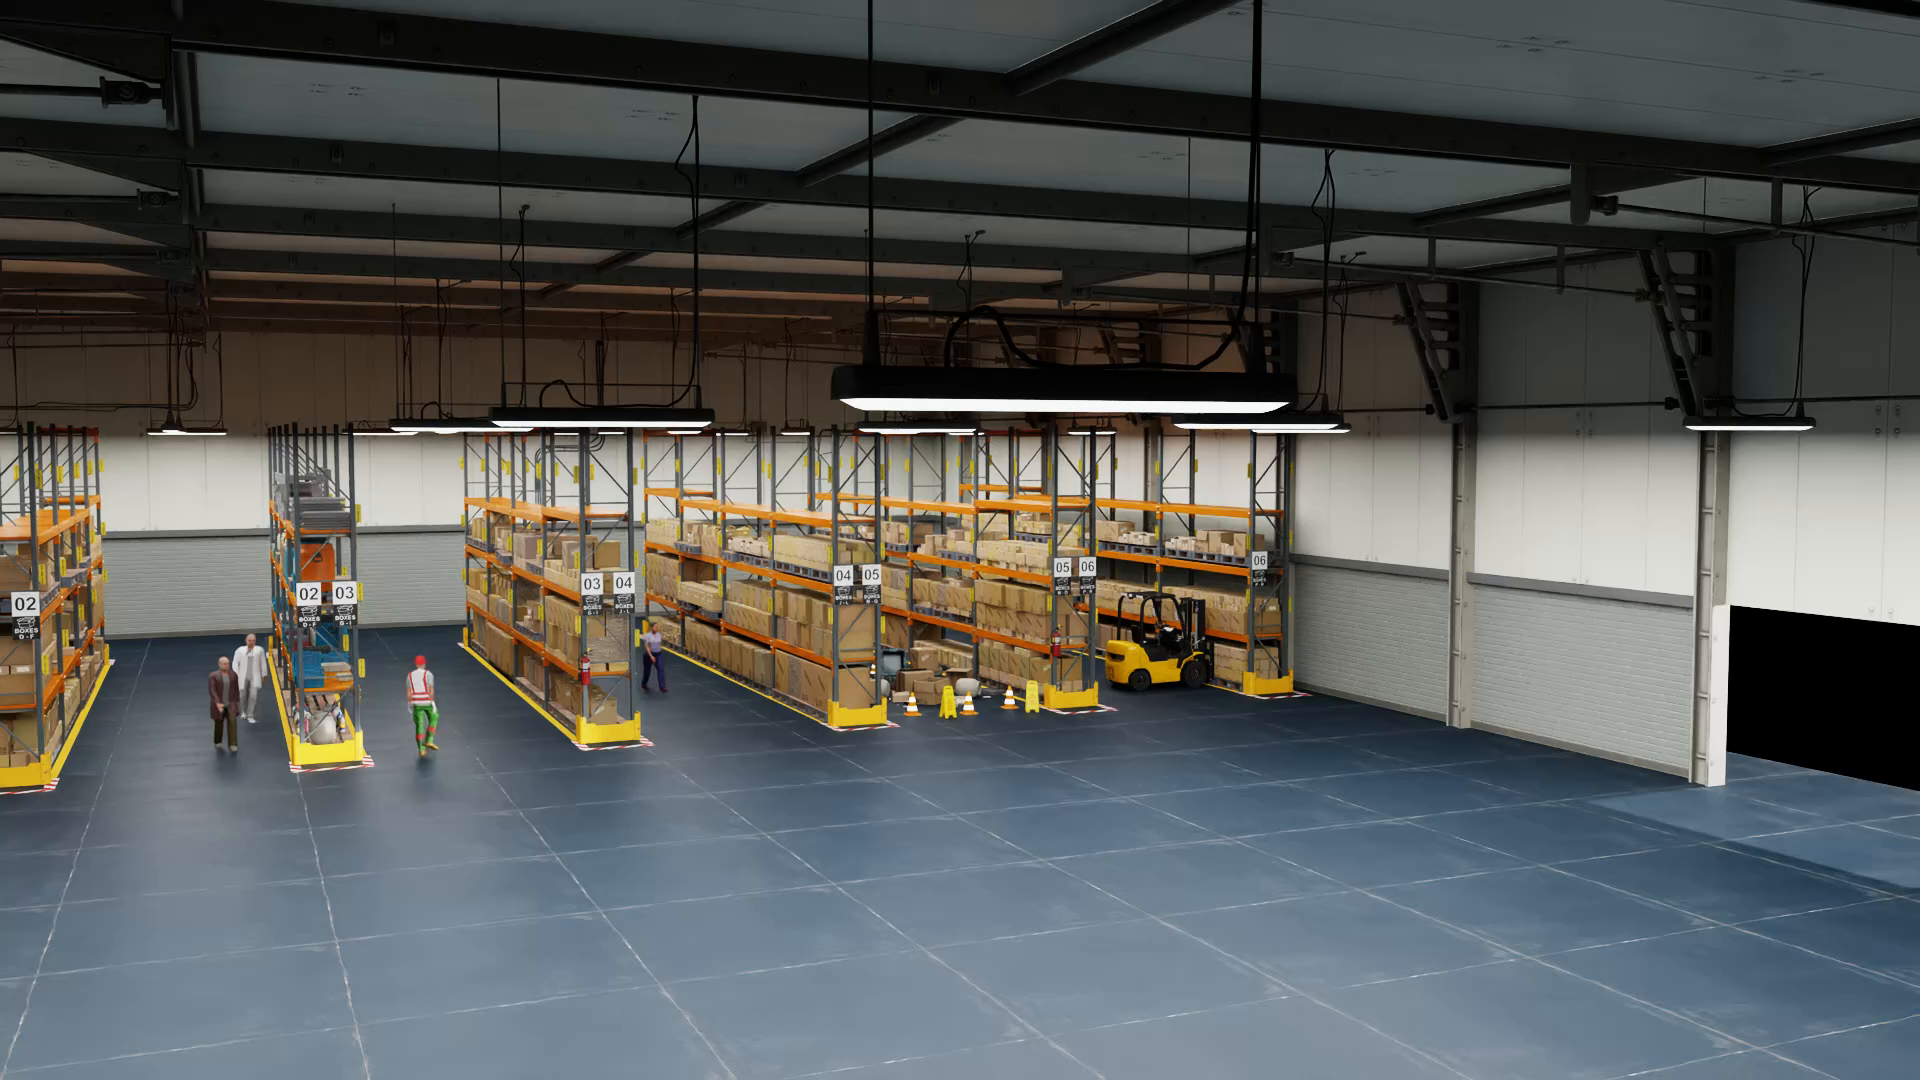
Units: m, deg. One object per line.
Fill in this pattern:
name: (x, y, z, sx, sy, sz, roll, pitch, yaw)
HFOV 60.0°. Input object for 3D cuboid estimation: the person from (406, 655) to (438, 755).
person: (-9.758, 2.976, 30.143, 0.545, 1.772, 0.497, -1, 4, -8)

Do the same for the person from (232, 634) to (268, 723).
person: (-14.403, 2.814, 33.745, 0.675, 1.816, 0.728, -2, 4, -26)

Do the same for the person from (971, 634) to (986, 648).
person: (0.561, 2.163, 44.833, 0.388, 1.697, 0.486, 3, 4, 39)

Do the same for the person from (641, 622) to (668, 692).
person: (-6.899, 2.632, 37.540, 0.466, 1.566, 1.053, -2, 4, -34)

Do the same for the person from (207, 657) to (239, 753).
person: (-13.381, 2.993, 30.302, 0.572, 1.721, 1.100, -3, 4, -37)
